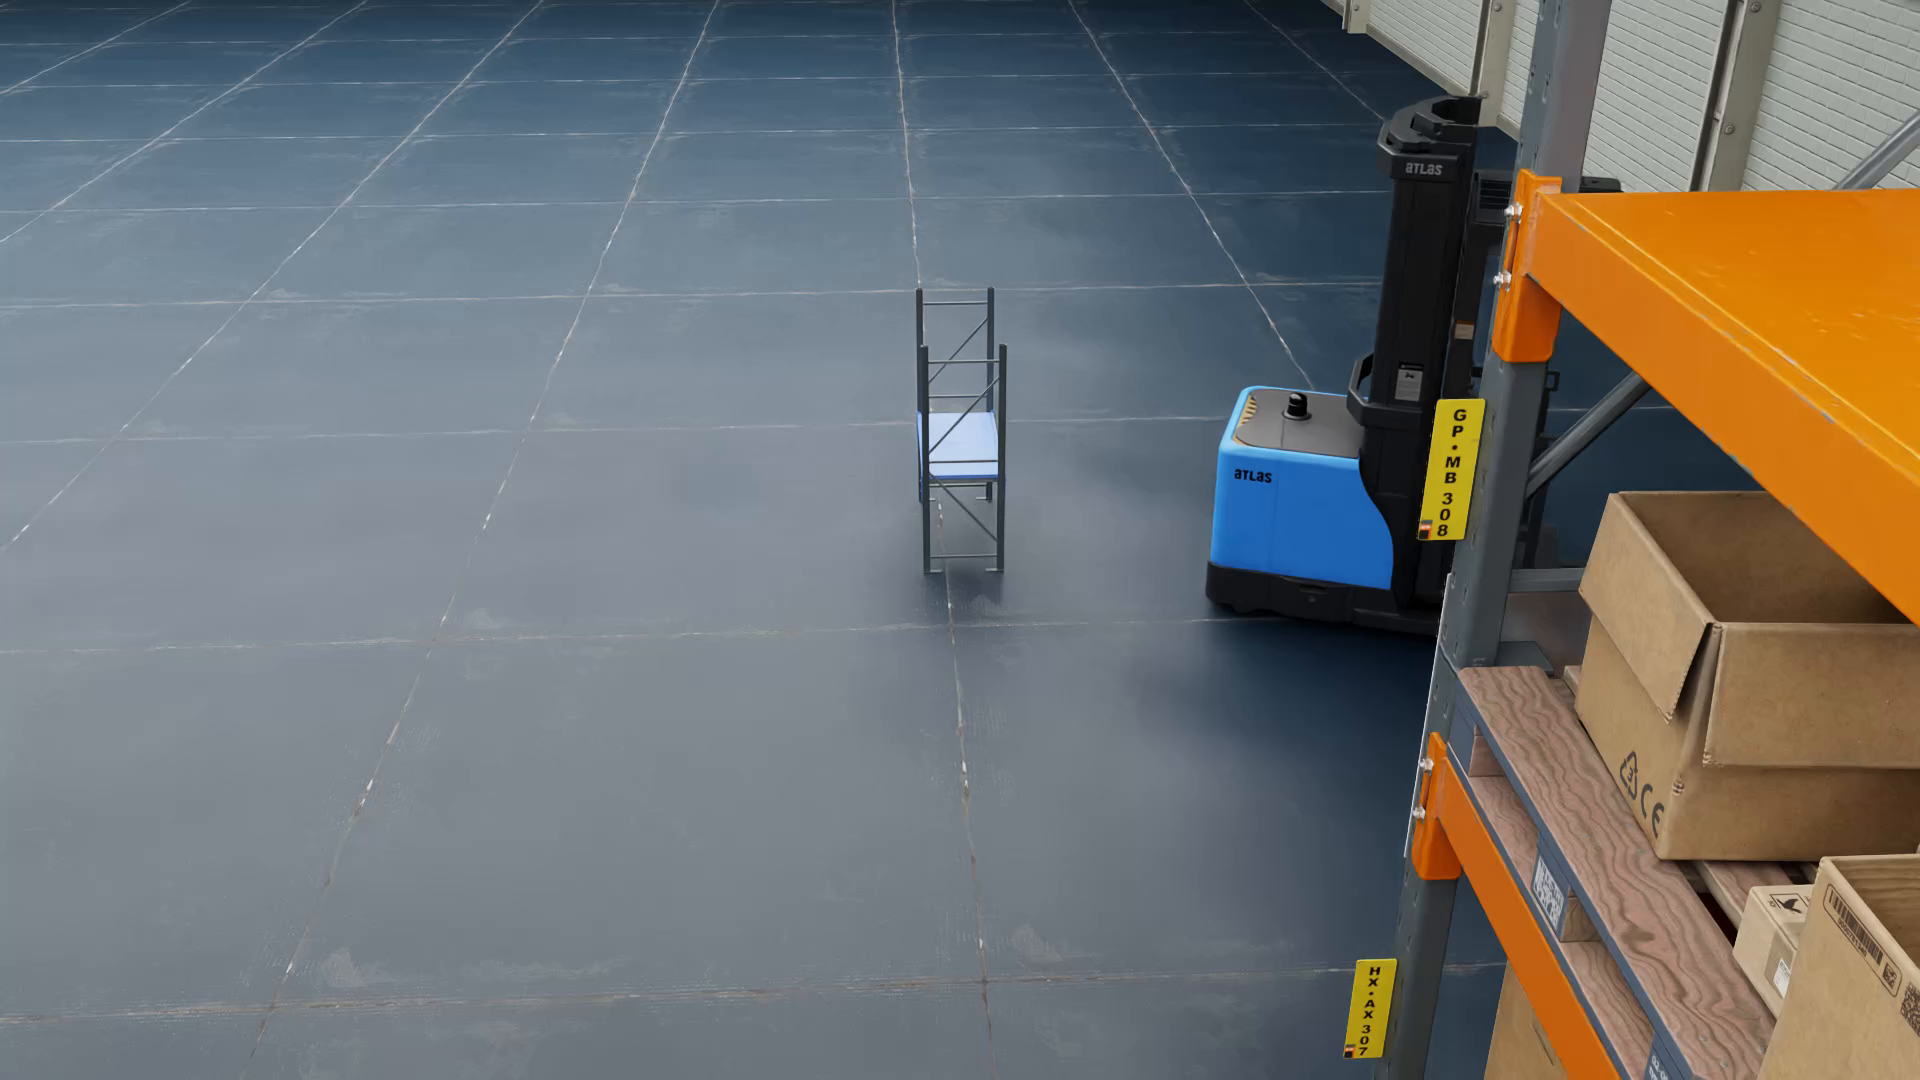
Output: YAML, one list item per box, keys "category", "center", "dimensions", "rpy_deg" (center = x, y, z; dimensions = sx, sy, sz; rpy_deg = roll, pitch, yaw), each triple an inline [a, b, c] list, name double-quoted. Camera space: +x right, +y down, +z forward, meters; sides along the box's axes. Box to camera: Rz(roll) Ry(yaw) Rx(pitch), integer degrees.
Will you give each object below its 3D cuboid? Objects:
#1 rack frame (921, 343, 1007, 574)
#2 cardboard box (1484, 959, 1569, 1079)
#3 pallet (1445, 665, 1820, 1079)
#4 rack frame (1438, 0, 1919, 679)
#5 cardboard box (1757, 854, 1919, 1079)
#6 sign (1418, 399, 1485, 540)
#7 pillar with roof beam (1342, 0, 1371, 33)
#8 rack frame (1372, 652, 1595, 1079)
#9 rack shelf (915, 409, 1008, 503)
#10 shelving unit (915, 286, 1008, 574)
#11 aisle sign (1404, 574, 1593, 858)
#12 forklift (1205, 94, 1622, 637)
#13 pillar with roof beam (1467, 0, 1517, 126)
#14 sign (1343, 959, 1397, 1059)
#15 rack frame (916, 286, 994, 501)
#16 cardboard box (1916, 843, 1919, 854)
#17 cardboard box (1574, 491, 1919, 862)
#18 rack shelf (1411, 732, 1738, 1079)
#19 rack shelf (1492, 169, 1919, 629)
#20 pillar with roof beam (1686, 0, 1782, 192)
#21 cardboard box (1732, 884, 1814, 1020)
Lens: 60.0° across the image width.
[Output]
- category: "rack frame"
  center: [0.022, -0.470, 10.029]
  dimensions: [0.500, 1.500, 0.032]
  rpy_deg: [-1, 28, -3]
- category: "cardboard box"
  center: [1.605, 1.217, 3.662]
  dimensions: [0.700, 0.500, 0.500]
  rpy_deg: [-1, 28, -2]
- category: "pallet"
  center: [1.602, 0.633, 3.145]
  dimensions: [1.003, 0.211, 1.213]
  rpy_deg: [-1, 28, -3]
- category: "rack frame"
  center: [1.591, -1.064, 3.059]
  dimensions: [1.000, 3.000, 0.127]
  rpy_deg: [-1, 28, -3]
- category: "cardboard box"
  center: [1.405, 0.747, 2.116]
  dimensions: [0.500, 0.500, 0.500]
  rpy_deg: [-1, 28, -3]
- category: "sign"
  center: [1.036, -0.146, 3.511]
  dimensions: [0.100, 0.325, 0.005]
  rpy_deg: [-1, 28, -3]
- category: "pillar with roof beam"
  center: [1.886, -11.862, 23.763]
  dimensions: [9.100, 9.000, 0.400]
  rpy_deg: [-1, 28, -3]
- category: "rack frame"
  center: [1.591, 1.596, 4.446]
  dimensions: [1.000, 3.000, 0.127]
  rpy_deg: [-1, 28, -3]
- category: "rack shelf"
  center: [-0.004, -0.545, 10.562]
  dimensions: [0.538, 0.185, 1.000]
  rpy_deg: [-1, 28, -3]
- category: "shelving unit"
  center: [-0.004, -0.704, 10.479]
  dimensions: [0.538, 1.500, 1.048]
  rpy_deg: [-1, 28, -3]
- category: "aisle sign"
  center: [1.282, 0.421, 3.889]
  dimensions: [0.394, 0.787, 0.004]
  rpy_deg: [-1, 28, -3]
- category: "forklift"
  center: [3.046, -0.904, 9.314]
  dimensions: [3.031, 2.935, 1.130]
  rpy_deg: [8, 29, 15]
- category: "pillar with roof beam"
  center: [2.199, -9.091, 18.450]
  dimensions: [9.100, 9.000, 0.400]
  rpy_deg: [-1, 28, -3]
- category: "sign"
  center: [1.036, 1.188, 4.207]
  dimensions: [0.100, 0.325, 0.005]
  rpy_deg: [-1, 28, -3]
- category: "rack frame"
  center: [-0.031, -0.939, 10.929]
  dimensions: [0.500, 1.500, 0.032]
  rpy_deg: [-1, 28, -3]
- category: "cardboard box"
  center: [1.914, 0.610, 2.650]
  dimensions: [0.500, 0.250, 0.500]
  rpy_deg: [-1, 28, -3]
- category: "cardboard box"
  center: [1.617, 0.238, 3.090]
  dimensions: [0.797, 0.503, 0.637]
  rpy_deg: [0, 28, 1]
- category: "rack shelf"
  center: [1.695, 1.509, 2.148]
  dimensions: [1.077, 0.370, 4.000]
  rpy_deg: [-1, 28, -3]
- category: "rack shelf"
  center: [1.695, 0.356, 1.547]
  dimensions: [1.077, 0.370, 4.000]
  rpy_deg: [-1, 28, -3]
- category: "pillar with roof beam"
  center: [2.512, -6.320, 13.137]
  dimensions: [9.100, 9.000, 0.400]
  rpy_deg: [-1, 28, -3]
- category: "cardboard box"
  center: [1.476, 0.677, 2.631]
  dimensions: [0.380, 0.149, 0.250]
  rpy_deg: [-1, 28, -3]
